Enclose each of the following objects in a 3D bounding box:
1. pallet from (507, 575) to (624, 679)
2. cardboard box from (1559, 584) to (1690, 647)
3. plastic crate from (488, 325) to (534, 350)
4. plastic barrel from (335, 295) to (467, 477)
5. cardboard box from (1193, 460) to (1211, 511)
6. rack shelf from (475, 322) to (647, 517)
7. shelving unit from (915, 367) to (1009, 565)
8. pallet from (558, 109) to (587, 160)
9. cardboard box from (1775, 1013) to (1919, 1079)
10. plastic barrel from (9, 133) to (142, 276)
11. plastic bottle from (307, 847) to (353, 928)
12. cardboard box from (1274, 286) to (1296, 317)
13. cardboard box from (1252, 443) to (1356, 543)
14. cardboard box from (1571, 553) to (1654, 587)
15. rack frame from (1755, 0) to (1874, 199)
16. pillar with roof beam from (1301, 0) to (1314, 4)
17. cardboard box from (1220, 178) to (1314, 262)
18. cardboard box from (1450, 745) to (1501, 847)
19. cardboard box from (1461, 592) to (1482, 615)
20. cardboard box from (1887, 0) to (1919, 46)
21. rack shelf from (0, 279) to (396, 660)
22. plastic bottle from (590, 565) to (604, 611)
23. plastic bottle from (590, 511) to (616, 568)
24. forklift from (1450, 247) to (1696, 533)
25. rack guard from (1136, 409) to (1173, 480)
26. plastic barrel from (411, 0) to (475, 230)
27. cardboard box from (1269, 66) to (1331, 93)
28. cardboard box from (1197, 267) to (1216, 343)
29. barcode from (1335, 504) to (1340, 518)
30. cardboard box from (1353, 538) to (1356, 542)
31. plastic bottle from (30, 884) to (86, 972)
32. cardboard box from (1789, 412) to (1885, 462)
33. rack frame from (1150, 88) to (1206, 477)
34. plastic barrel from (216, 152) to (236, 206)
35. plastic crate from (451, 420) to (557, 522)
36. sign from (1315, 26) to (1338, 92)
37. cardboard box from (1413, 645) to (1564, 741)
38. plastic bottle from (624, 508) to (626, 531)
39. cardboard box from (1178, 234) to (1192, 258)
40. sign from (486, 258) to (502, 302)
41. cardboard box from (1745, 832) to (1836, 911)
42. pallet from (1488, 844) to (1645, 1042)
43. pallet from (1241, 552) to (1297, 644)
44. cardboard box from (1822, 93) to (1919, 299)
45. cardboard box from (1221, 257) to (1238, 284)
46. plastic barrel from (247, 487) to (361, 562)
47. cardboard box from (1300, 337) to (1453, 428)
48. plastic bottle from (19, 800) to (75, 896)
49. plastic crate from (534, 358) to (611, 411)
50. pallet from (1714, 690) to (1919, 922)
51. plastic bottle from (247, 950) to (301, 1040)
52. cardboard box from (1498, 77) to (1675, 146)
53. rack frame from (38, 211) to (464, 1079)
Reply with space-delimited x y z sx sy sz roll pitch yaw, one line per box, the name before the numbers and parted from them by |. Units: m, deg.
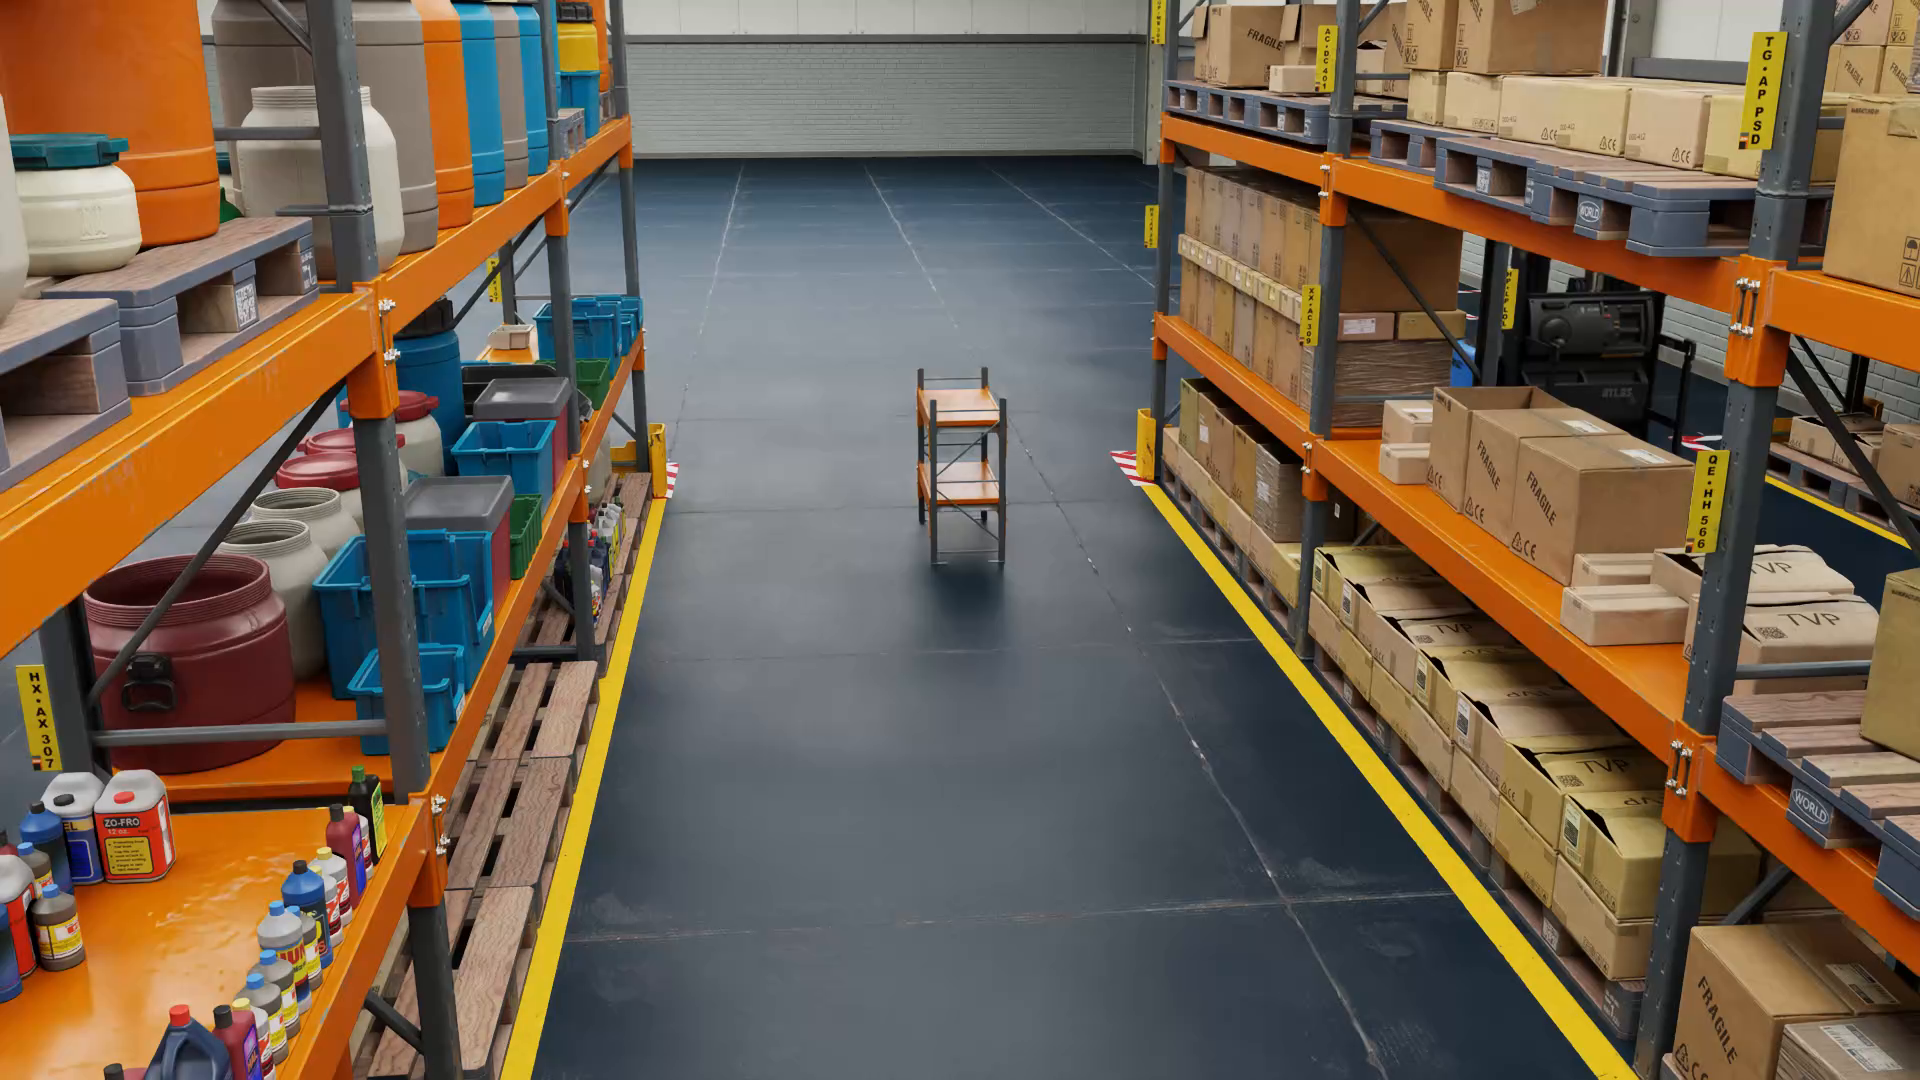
pallet | -2.523 0.508 9.708 1.003 0.211 1.213 -2 18 -6
cardboard box | 2.477 0.279 6.201 0.380 0.149 0.250 -2 18 -6
plastic crate | -3.135 -1.411 11.603 0.298 0.136 0.250 -2 18 -6
plastic barrel | -2.757 -0.736 8.177 0.600 0.901 0.708 -2 18 -6
cardboard box | 1.960 -0.389 11.798 0.500 0.250 0.500 -2 18 -6
rack shelf | -2.701 -0.874 10.655 1.077 0.370 4.000 -2 18 -6
shelving unit | 0.001 -0.535 11.502 0.538 1.125 1.048 -2 18 -6
pallet | -2.667 -2.174 8.903 1.213 0.211 1.003 -2 18 -6
cardboard box | 2.667 1.701 4.689 0.500 0.500 0.500 -2 18 -8
plastic barrel | -1.826 -0.680 3.358 0.301 0.262 0.301 0 17 0
plastic bottle | -1.599 0.876 4.210 0.097 0.201 0.097 0 17 0
cardboard box | 2.110 -1.435 9.990 0.380 0.149 0.250 -2 18 -6
cardboard box | 2.127 -0.300 10.264 0.500 0.500 0.500 -2 18 -6
cardboard box | 2.657 0.160 6.579 0.380 0.149 0.250 0 17 -2
rack frame | 2.845 -2.444 4.438 1.000 3.000 0.127 -2 18 -6
pillar with roof beam | 1.741 -10.030 28.600 9.100 9.000 0.400 -2 18 -6
cardboard box | 2.173 -2.170 11.248 0.700 0.500 0.500 -2 18 -5
cardboard box | 2.442 1.077 7.127 0.500 0.250 0.500 -1 17 -4
cardboard box | 2.819 0.337 8.548 0.500 0.311 0.500 -1 17 -4
cardboard box | 6.810 -3.659 11.447 0.500 0.500 0.500 -1 17 -4
rack shelf | -1.876 0.078 2.613 1.077 0.370 4.000 -2 18 -6
plastic bottle | -2.152 0.264 9.641 0.152 0.276 0.135 -1 17 -4
plastic bottle | -2.229 -0.004 10.369 0.144 0.351 0.185 -2 18 -6
forklift | 4.546 -1.545 11.704 1.130 2.935 3.031 -2 18 -7
rack guard | 2.017 -0.780 13.326 1.175 0.500 0.348 -2 18 -6
plastic barrel | -2.019 -1.512 5.761 0.600 0.830 0.708 -2 18 -6
cardboard box | 2.036 -2.703 9.755 0.380 0.149 0.250 -2 18 -6
cardboard box | 2.114 -1.717 11.972 0.700 0.500 0.500 -1 17 -4
barcode | 2.044 -0.160 9.014 0.001 0.075 0.075 -2 18 -6
cardboard box | 2.640 0.041 10.427 0.500 0.250 0.500 -2 18 -6
plastic bottle | -2.189 0.932 4.031 0.097 0.201 0.097 0 17 0
cardboard box | 6.928 -0.837 13.091 0.500 0.311 0.500 -4 18 -12
rack frame | 2.020 -1.965 12.929 1.000 3.000 0.127 -2 18 -6
plastic barrel | -2.446 -1.167 5.608 0.301 0.262 0.301 0 17 0
plastic crate | -2.072 -0.295 7.635 0.392 0.384 0.575 -2 18 -6
sign | 1.880 -2.471 8.538 0.100 0.325 0.005 -2 18 -6
cardboard box | 2.387 0.659 7.522 0.500 0.311 0.500 -1 17 -4
plastic bottle | -2.282 -0.154 11.098 0.097 0.201 0.097 0 17 0
cardboard box | 1.846 -2.199 12.423 0.380 0.149 0.250 -2 18 -6
sign | -3.455 -1.930 12.353 0.100 0.325 0.005 -2 18 -6
cardboard box | 3.083 1.097 6.128 0.500 0.311 0.500 -1 17 -4
pallet | 2.799 1.502 6.539 1.003 0.211 1.213 -2 18 -6
pallet | 2.392 0.319 10.309 1.003 0.211 1.213 -2 18 -6
cardboard box | 2.923 -0.932 4.462 0.910 0.500 0.500 -2 18 -6
cardboard box | 1.981 -1.815 11.201 0.380 0.149 0.250 -2 18 -6
plastic barrel | -2.444 0.092 6.191 0.421 0.512 0.421 0 17 0
cardboard box | 2.380 -0.953 9.538 0.700 0.500 0.500 -2 18 -7
plastic bottle | -2.375 0.806 4.317 0.097 0.271 0.097 0 17 0
plastic crate | -2.354 -0.934 9.997 0.450 0.188 0.662 -2 18 -6
pallet | 2.985 0.710 4.729 1.213 0.211 1.003 -2 18 -6
plastic bottle | -1.549 1.021 3.748 0.097 0.201 0.097 0 17 0
cardboard box | 2.569 -1.762 6.822 0.500 0.250 0.500 -3 18 -10
rack frame | -2.082 0.570 4.853 1.000 3.000 0.127 -2 18 -6
